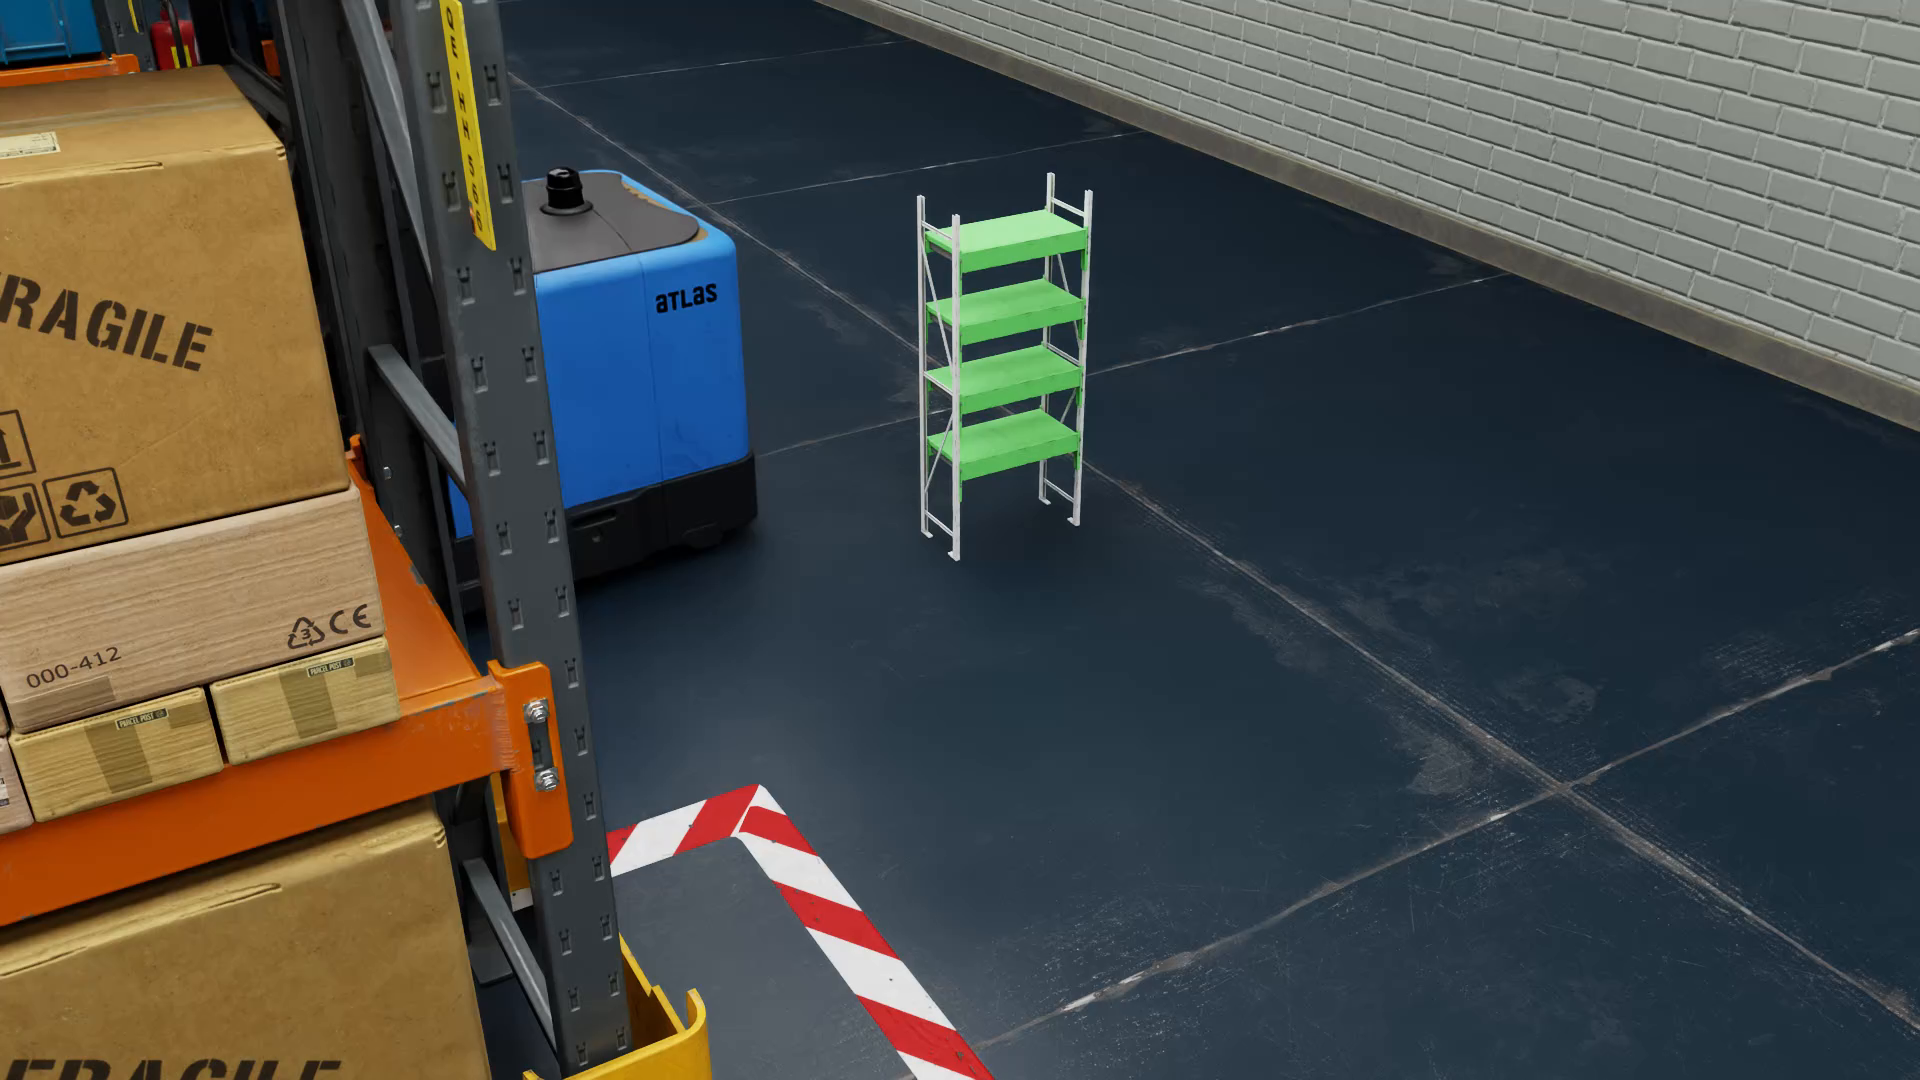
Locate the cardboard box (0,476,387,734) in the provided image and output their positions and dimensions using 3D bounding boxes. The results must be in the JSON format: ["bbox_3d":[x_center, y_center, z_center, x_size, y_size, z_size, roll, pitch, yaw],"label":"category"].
[{"bbox_3d":[-1.199,-0.006,2.504,0.500,0.250,0.500,-16,33,-27],"label":"cardboard box"}]

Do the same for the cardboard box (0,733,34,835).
[{"bbox_3d":[-1.497,0.289,2.381,0.250,0.149,0.380,-16,33,-26],"label":"cardboard box"}]

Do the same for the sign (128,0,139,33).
[{"bbox_3d":[-3.132,-2.080,6.246,0.005,0.325,0.100,-16,33,-26],"label":"sign"}]

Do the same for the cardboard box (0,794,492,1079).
[{"bbox_3d":[-1.427,0.766,3.022,0.875,0.875,0.875,-16,33,-26],"label":"cardboard box"}]

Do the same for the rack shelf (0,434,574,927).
[{"bbox_3d":[-2.640,0.634,2.241,4.000,0.370,1.077,-16,33,-26],"label":"rack shelf"}]

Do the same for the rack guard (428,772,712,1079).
[{"bbox_3d":[-0.895,0.918,3.569,0.348,0.500,1.175,-16,33,-26],"label":"rack guard"}]

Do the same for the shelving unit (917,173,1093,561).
[{"bbox_3d":[0.143,-0.566,5.534,0.503,1.200,0.258,-16,33,-26],"label":"shelving unit"}]

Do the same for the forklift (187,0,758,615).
[{"bbox_3d":[-2.208,-1.096,4.703,3.031,2.935,1.130,-18,34,-29],"label":"forklift"}]

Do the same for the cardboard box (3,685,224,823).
[{"bbox_3d":[-1.279,0.228,2.492,0.250,0.149,0.380,-15,32,-26],"label":"cardboard box"}]

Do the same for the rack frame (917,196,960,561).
[{"bbox_3d":[-0.068,-0.506,5.425,0.015,1.200,0.240,-16,33,-26],"label":"rack frame"}]

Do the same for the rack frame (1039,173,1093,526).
[{"bbox_3d":[0.353,-0.626,5.642,0.015,1.200,0.240,-16,33,-26],"label":"rack frame"}]

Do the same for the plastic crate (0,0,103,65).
[{"bbox_3d":[-3.619,-2.116,6.381,0.499,0.435,0.616,-16,33,-26],"label":"plastic crate"}]

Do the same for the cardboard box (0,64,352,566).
[{"bbox_3d":[-1.203,-0.335,2.323,0.500,0.500,0.500,-15,32,-26],"label":"cardboard box"}]

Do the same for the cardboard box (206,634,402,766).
[{"bbox_3d":[-1.056,0.164,2.609,0.250,0.149,0.380,-15,32,-25],"label":"cardboard box"}]

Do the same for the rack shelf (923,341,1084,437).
[{"bbox_3d":[0.143,-0.510,5.564,0.480,0.148,0.258,-16,33,-26],"label":"rack shelf"}]

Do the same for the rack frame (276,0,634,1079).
[{"bbox_3d":[-0.916,-0.171,2.955,0.127,3.000,1.000,-16,33,-26],"label":"rack frame"}]

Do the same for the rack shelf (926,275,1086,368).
[{"bbox_3d":[0.143,-0.720,5.448,0.480,0.148,0.258,-16,33,-26],"label":"rack shelf"}]

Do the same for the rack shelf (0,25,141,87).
[{"bbox_3d":[-5.149,-1.429,5.980,4.000,0.370,1.077,-16,33,-26],"label":"rack shelf"}]

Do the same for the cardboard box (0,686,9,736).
[{"bbox_3d":[-1.637,0.118,2.279,0.500,0.250,0.500,-16,33,-27],"label":"cardboard box"}]

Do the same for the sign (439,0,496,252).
[{"bbox_3d":[-0.653,-0.552,2.202,0.005,0.325,0.100,-16,33,-26],"label":"sign"}]

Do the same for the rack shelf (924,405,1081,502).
[{"bbox_3d":[0.143,-0.300,5.680,0.480,0.148,0.258,-16,33,-26],"label":"rack shelf"}]

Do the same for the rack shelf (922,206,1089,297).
[{"bbox_3d":[0.143,-0.930,5.332,0.480,0.148,0.258,-16,33,-26],"label":"rack shelf"}]

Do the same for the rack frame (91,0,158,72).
[{"bbox_3d":[-3.425,-2.234,6.693,0.127,3.000,1.000,-16,33,-26],"label":"rack frame"}]
